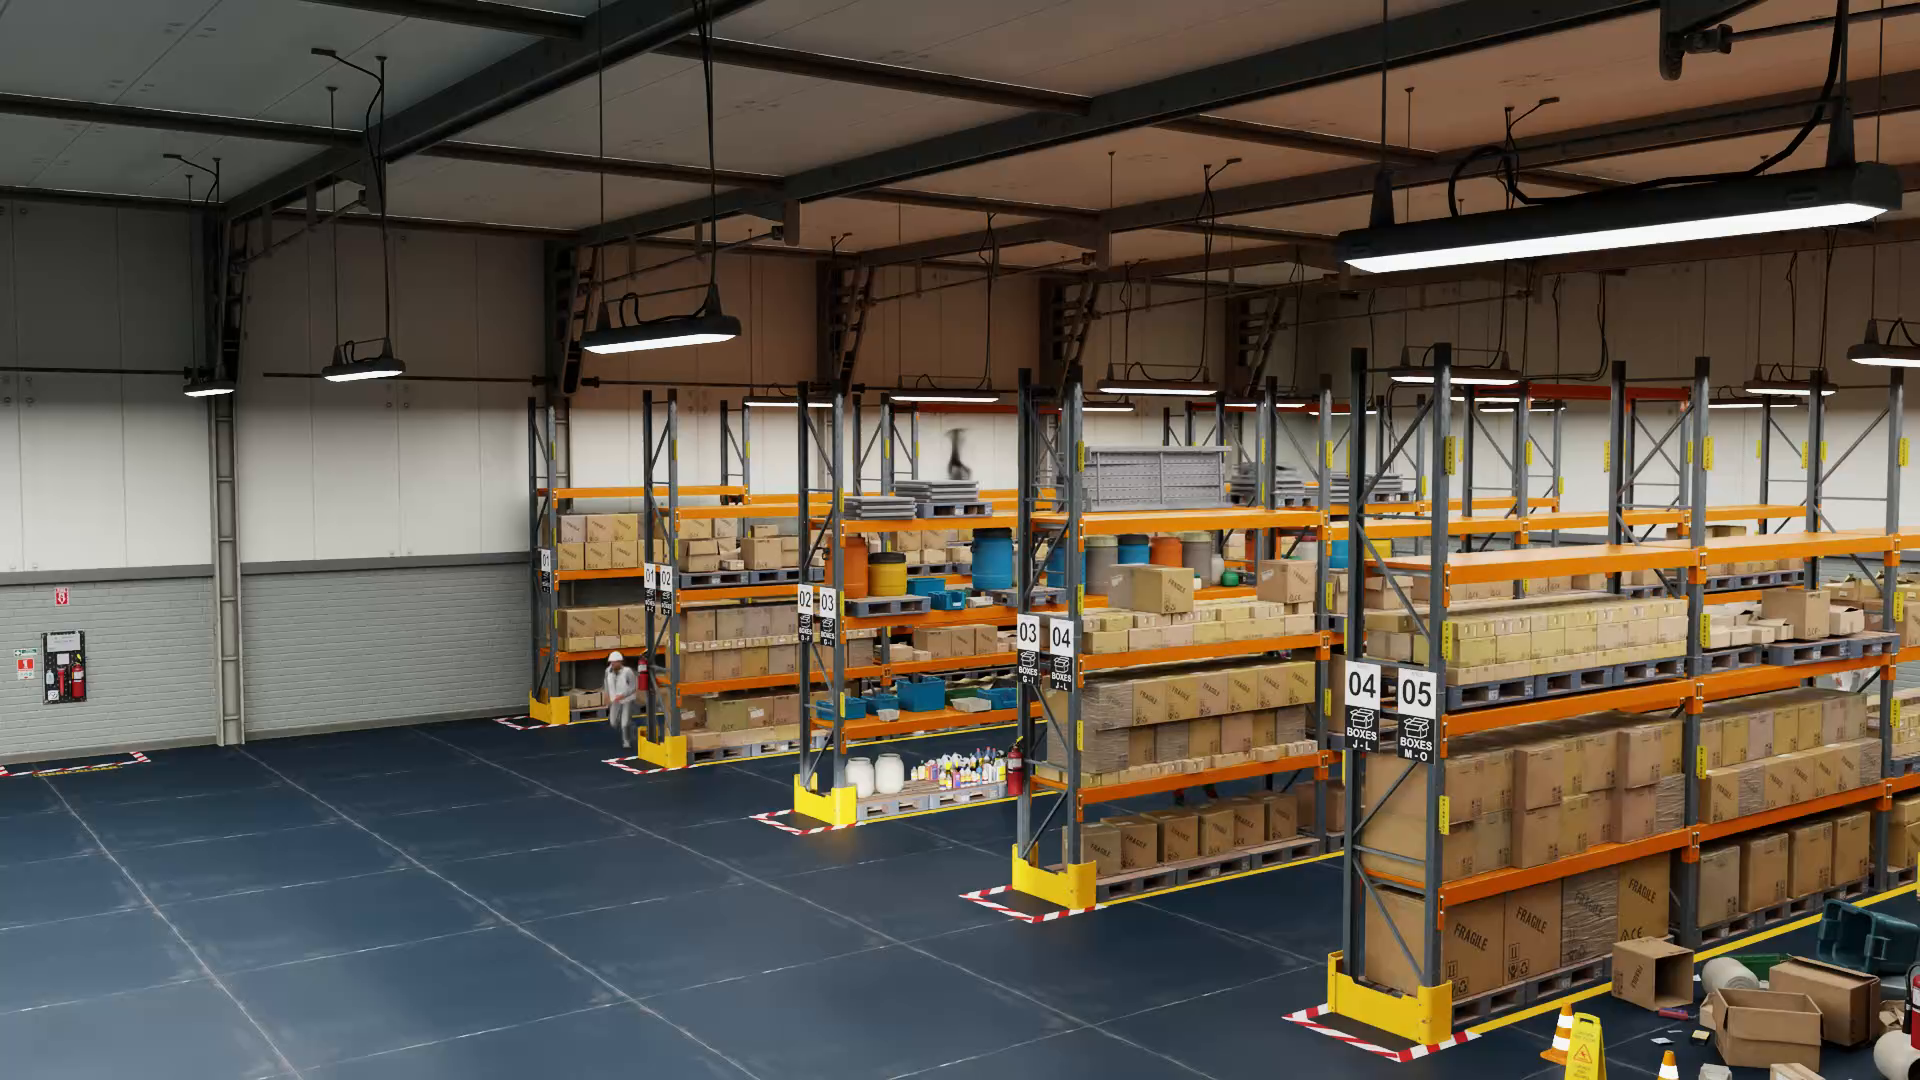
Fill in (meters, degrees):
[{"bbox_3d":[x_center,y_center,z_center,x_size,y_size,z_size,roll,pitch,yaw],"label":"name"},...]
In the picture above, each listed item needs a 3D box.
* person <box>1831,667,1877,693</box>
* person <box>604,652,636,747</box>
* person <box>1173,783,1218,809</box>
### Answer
[{"bbox_3d":[15.307,2.618,28.566,0.728,1.778,1.116,1,3,13],"label":"person"},{"bbox_3d":[-5.727,2.684,28.005,0.665,1.654,0.729,1,4,20],"label":"person"},{"bbox_3d":[3.199,2.958,22.594,0.975,1.785,0.650,-3,5,-44],"label":"person"}]
